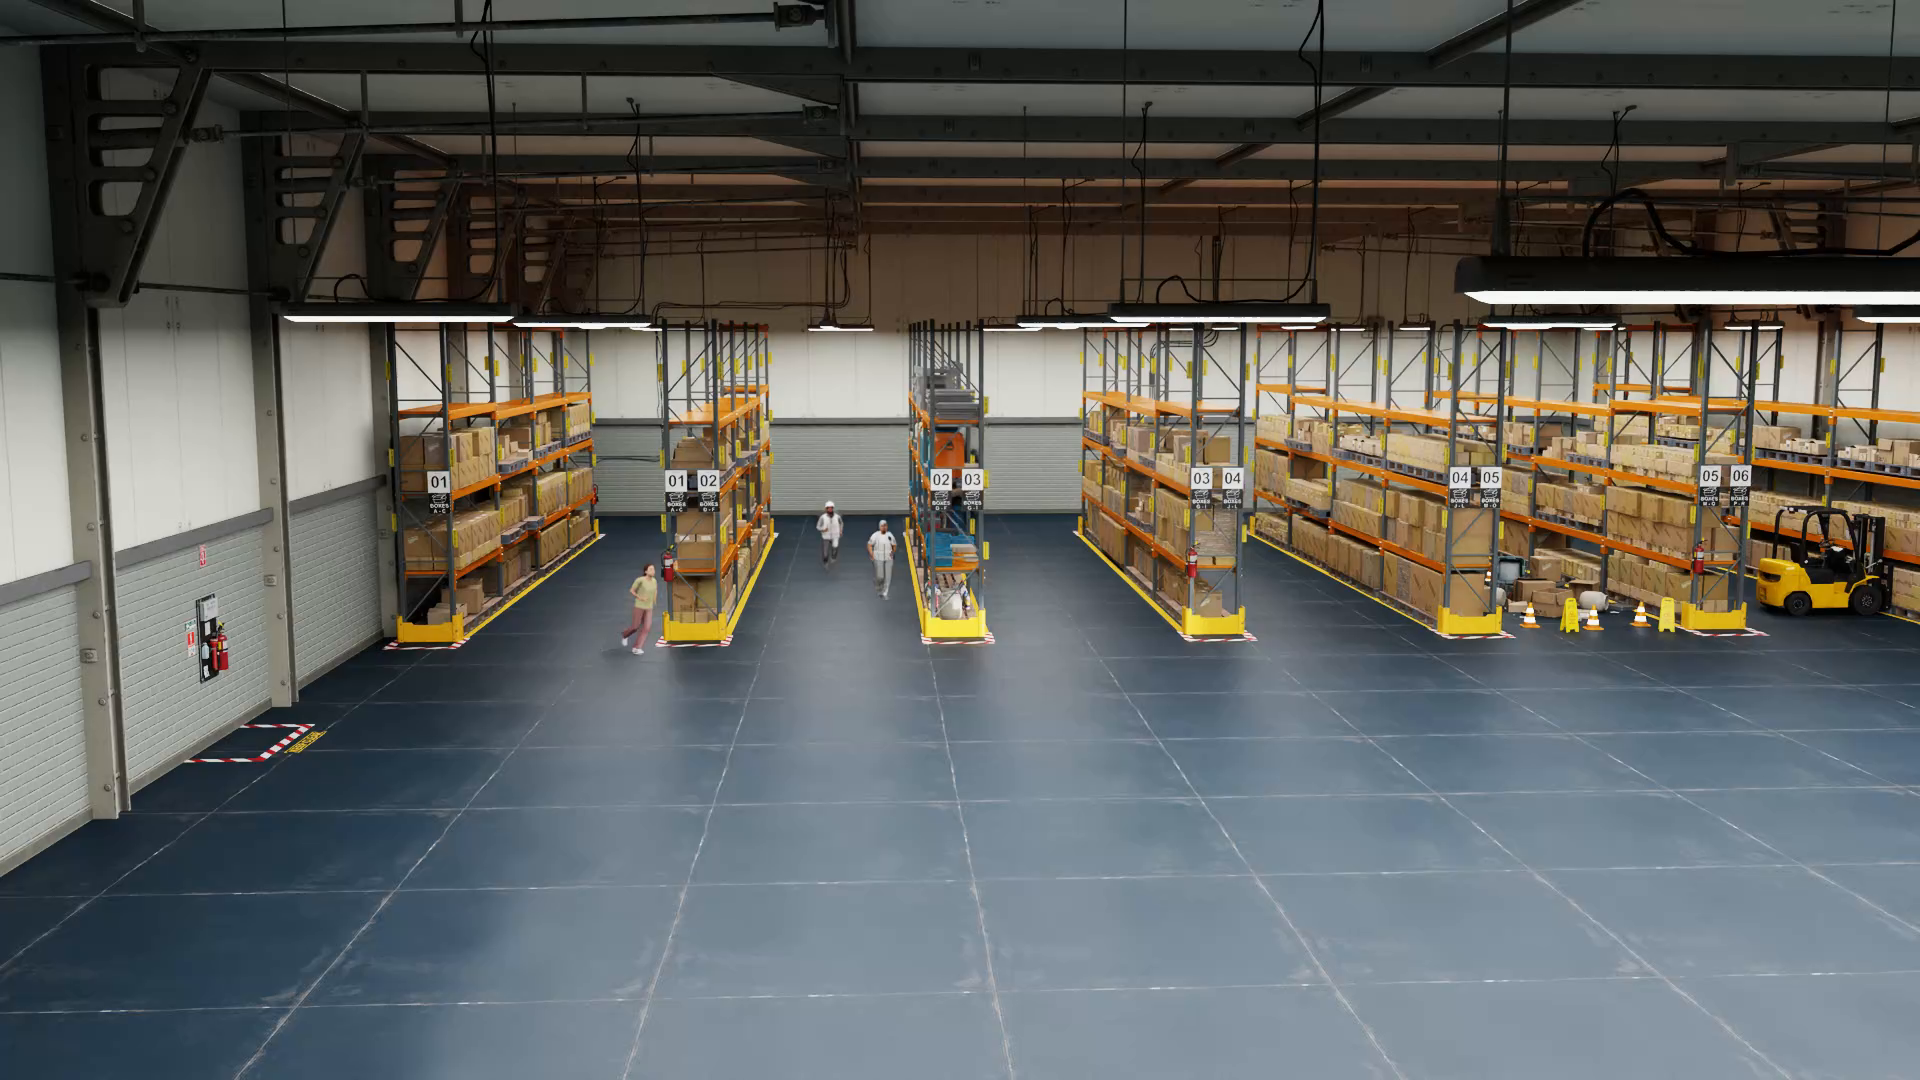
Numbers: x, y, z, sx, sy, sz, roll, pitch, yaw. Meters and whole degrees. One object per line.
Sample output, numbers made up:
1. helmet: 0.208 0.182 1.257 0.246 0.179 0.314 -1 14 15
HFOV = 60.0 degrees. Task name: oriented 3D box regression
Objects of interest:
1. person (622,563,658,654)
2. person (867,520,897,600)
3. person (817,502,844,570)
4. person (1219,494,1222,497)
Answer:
1. person: -5.742 1.214 30.160 0.636 1.604 0.818 -5 9 -38
2. person: -1.575 0.413 34.175 0.607 1.636 0.503 -2 7 -13
3. person: -3.082 -0.082 39.647 0.670 1.669 0.931 -1 7 -10
4. person: 7.712 -1.078 48.320 0.549 1.735 0.711 -6 10 -42
